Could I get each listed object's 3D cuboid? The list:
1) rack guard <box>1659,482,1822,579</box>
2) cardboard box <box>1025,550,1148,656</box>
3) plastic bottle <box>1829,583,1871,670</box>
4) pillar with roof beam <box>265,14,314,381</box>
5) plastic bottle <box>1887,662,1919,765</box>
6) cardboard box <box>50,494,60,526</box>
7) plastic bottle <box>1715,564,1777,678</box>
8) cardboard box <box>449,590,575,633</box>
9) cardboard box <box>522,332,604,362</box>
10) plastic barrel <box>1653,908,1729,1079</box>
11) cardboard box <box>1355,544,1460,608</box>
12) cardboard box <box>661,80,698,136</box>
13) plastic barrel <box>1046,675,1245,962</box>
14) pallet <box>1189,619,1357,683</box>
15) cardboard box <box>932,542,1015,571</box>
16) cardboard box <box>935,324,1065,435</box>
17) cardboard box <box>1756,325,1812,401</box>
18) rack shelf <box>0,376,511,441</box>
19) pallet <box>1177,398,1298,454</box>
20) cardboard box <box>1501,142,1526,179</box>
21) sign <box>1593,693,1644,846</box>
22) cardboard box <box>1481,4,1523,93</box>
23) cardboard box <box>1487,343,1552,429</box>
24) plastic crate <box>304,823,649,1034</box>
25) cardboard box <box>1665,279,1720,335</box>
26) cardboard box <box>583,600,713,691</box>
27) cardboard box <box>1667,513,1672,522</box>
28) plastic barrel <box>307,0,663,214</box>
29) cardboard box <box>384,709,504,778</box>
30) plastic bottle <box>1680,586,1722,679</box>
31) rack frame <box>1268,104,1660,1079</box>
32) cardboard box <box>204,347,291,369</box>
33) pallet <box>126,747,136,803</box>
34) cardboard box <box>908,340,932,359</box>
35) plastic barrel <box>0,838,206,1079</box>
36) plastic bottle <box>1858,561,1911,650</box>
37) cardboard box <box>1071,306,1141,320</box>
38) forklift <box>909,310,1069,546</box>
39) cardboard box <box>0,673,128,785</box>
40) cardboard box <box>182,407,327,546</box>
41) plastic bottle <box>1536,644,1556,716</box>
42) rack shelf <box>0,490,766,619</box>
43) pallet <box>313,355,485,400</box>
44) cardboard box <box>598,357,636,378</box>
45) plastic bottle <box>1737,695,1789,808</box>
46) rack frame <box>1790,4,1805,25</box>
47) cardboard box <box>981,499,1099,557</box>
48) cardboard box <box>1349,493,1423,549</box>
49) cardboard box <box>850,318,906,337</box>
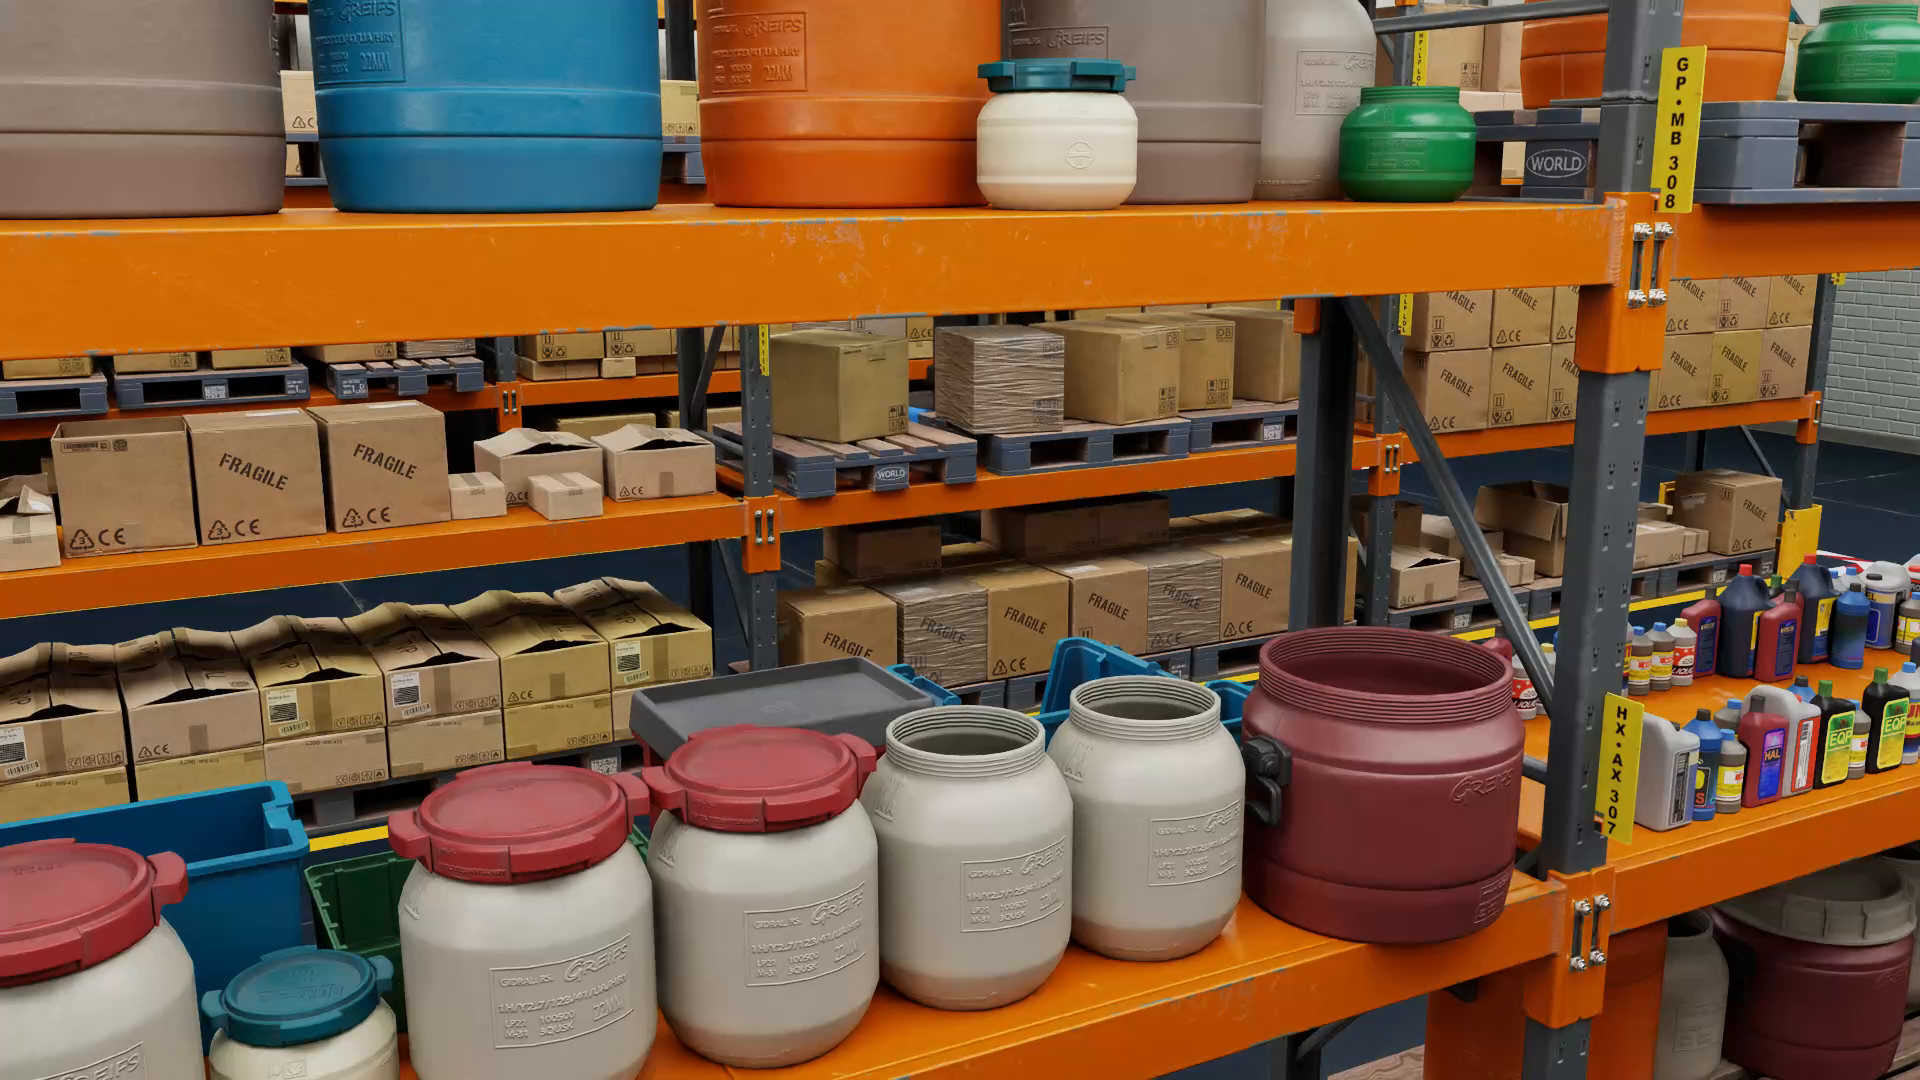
[{"bbox_3d":[5.766,-0.090,12.372,0.348,0.500,1.175,-7,14,-28],"label":"rack guard"},{"bbox_3d":[0.702,0.372,9.315,0.500,0.500,0.500,-7,15,-30],"label":"cardboard box"},{"bbox_3d":[2.870,0.273,5.357,0.097,0.271,0.097,0,13,0],"label":"plastic bottle"},{"bbox_3d":[-3.059,-3.558,8.421,0.400,9.000,9.100,-7,14,-28],"label":"pillar with roof beam"},{"bbox_3d":[2.556,0.464,4.507,0.097,0.271,0.097,0,13,0],"label":"plastic bottle"},{"bbox_3d":[-6.439,-0.085,11.348,0.500,0.500,0.700,-6,14,-26],"label":"cardboard box"},{"bbox_3d":[2.494,0.249,5.283,0.185,0.351,0.144,-7,14,-28],"label":"plastic bottle"},{"bbox_3d":[-2.247,0.442,8.341,0.500,0.311,0.500,-7,15,-29],"label":"cardboard box"},{"bbox_3d":[-3.017,-1.636,12.595,0.500,0.500,0.500,-6,14,-26],"label":"cardboard box"},{"bbox_3d":[2.055,1.356,4.961,0.421,0.512,0.421,0,13,0],"label":"plastic barrel"},{"bbox_3d":[2.794,0.198,10.521,0.500,0.311,0.500,-7,14,-28],"label":"cardboard box"},{"bbox_3d":[-1.560,-2.013,7.774,0.500,0.250,0.500,-8,15,-32],"label":"cardboard box"},{"bbox_3d":[0.380,0.574,3.474,0.421,0.512,0.421,0,13,0],"label":"plastic barrel"},{"bbox_3d":[1.626,0.556,10.157,1.213,0.211,1.003,-7,14,-28],"label":"pallet"},{"bbox_3d":[-0.026,0.331,9.499,0.500,0.500,0.500,-7,15,-30],"label":"cardboard box"},{"bbox_3d":[0.204,-0.877,8.991,0.500,0.500,0.700,-4,13,-17],"label":"cardboard box"},{"bbox_3d":[5.570,-1.267,11.679,0.500,0.500,0.500,-6,14,-26],"label":"cardboard box"},{"bbox_3d":[-5.321,-0.869,11.777,4.000,0.370,1.077,-7,14,-28],"label":"rack shelf"},{"bbox_3d":[1.568,-0.740,10.004,1.213,0.211,1.003,-7,14,-28],"label":"pallet"},{"bbox_3d":[3.308,-2.342,10.196,0.500,0.250,0.500,-7,14,-28],"label":"cardboard box"},{"bbox_3d":[1.451,0.504,3.664,0.005,0.325,0.100,-7,14,-28],"label":"sign"},{"bbox_3d":[3.237,-2.981,10.185,0.500,0.500,0.700,-7,14,-28],"label":"cardboard box"},{"bbox_3d":[3.348,-1.001,10.499,0.500,0.500,0.500,-7,14,-27],"label":"cardboard box"},{"bbox_3d":[-0.937,0.765,3.359,0.662,0.188,0.450,-7,14,-28],"label":"plastic crate"},{"bbox_3d":[4.678,-1.646,11.085,0.500,0.500,0.500,-6,14,-26],"label":"cardboard box"},{"bbox_3d":[-1.531,0.489,8.132,0.500,0.311,0.500,-6,14,-26],"label":"cardboard box"},{"bbox_3d":[5.081,-0.146,12.377,0.250,0.166,0.380,-7,14,-28],"label":"cardboard box"},{"bbox_3d":[-0.839,-1.041,2.931,0.708,0.901,0.600,-7,14,-28],"label":"plastic barrel"},{"bbox_3d":[-2.428,0.870,7.718,0.500,0.250,0.500,-6,14,-27],"label":"cardboard box"},{"bbox_3d":[2.335,0.291,5.251,0.133,0.283,0.061,-7,14,-28],"label":"plastic bottle"},{"bbox_3d":[1.181,0.479,4.150,0.127,3.000,1.000,-7,14,-28],"label":"rack frame"},{"bbox_3d":[-5.057,-1.507,11.744,0.500,0.500,0.700,-7,14,-28],"label":"cardboard box"},{"bbox_3d":[-4.072,1.220,7.207,1.213,0.211,1.003,-7,14,-28],"label":"pallet"},{"bbox_3d":[-0.426,-1.617,13.990,0.250,0.149,0.380,-7,14,-27],"label":"cardboard box"},{"bbox_3d":[-1.385,0.775,2.524,0.433,0.535,0.433,0,13,0],"label":"plastic barrel"},{"bbox_3d":[3.087,0.216,5.602,0.135,0.276,0.152,-7,14,-28],"label":"plastic bottle"},{"bbox_3d":[1.072,-2.127,15.046,0.700,0.700,0.980,-7,15,-29],"label":"cardboard box"},{"bbox_3d":[0.578,-1.324,12.316,1.130,2.935,3.031,-11,17,-41],"label":"forklift"},{"bbox_3d":[-3.776,0.760,6.927,0.500,0.311,0.500,-7,14,-29],"label":"cardboard box"},{"bbox_3d":[-3.116,-0.290,7.338,0.500,0.500,0.500,-7,14,-28],"label":"cardboard box"},{"bbox_3d":[1.730,0.408,4.918,0.097,0.201,0.097,0,13,0],"label":"plastic bottle"},{"bbox_3d":[-2.945,0.085,7.537,4.000,0.370,1.077,-7,14,-28],"label":"rack shelf"},{"bbox_3d":[-4.140,-1.241,12.230,1.003,0.211,1.213,-7,14,-28],"label":"pallet"},{"bbox_3d":[-2.667,-1.344,12.776,0.250,0.149,0.380,-6,14,-26],"label":"cardboard box"},{"bbox_3d":[2.026,0.527,4.203,0.133,0.283,0.061,-7,14,-28],"label":"plastic bottle"},{"bbox_3d":[5.833,-4.245,11.474,0.127,3.000,1.000,-7,14,-28],"label":"rack frame"},{"bbox_3d":[0.463,-0.096,9.687,0.500,0.250,0.500,-7,15,-29],"label":"cardboard box"},{"bbox_3d":[2.686,-0.007,10.998,0.500,0.500,0.500,-7,14,-28],"label":"cardboard box"},{"bbox_3d":[-0.782,-1.902,13.779,0.500,0.500,0.500,-7,14,-27],"label":"cardboard box"}]
